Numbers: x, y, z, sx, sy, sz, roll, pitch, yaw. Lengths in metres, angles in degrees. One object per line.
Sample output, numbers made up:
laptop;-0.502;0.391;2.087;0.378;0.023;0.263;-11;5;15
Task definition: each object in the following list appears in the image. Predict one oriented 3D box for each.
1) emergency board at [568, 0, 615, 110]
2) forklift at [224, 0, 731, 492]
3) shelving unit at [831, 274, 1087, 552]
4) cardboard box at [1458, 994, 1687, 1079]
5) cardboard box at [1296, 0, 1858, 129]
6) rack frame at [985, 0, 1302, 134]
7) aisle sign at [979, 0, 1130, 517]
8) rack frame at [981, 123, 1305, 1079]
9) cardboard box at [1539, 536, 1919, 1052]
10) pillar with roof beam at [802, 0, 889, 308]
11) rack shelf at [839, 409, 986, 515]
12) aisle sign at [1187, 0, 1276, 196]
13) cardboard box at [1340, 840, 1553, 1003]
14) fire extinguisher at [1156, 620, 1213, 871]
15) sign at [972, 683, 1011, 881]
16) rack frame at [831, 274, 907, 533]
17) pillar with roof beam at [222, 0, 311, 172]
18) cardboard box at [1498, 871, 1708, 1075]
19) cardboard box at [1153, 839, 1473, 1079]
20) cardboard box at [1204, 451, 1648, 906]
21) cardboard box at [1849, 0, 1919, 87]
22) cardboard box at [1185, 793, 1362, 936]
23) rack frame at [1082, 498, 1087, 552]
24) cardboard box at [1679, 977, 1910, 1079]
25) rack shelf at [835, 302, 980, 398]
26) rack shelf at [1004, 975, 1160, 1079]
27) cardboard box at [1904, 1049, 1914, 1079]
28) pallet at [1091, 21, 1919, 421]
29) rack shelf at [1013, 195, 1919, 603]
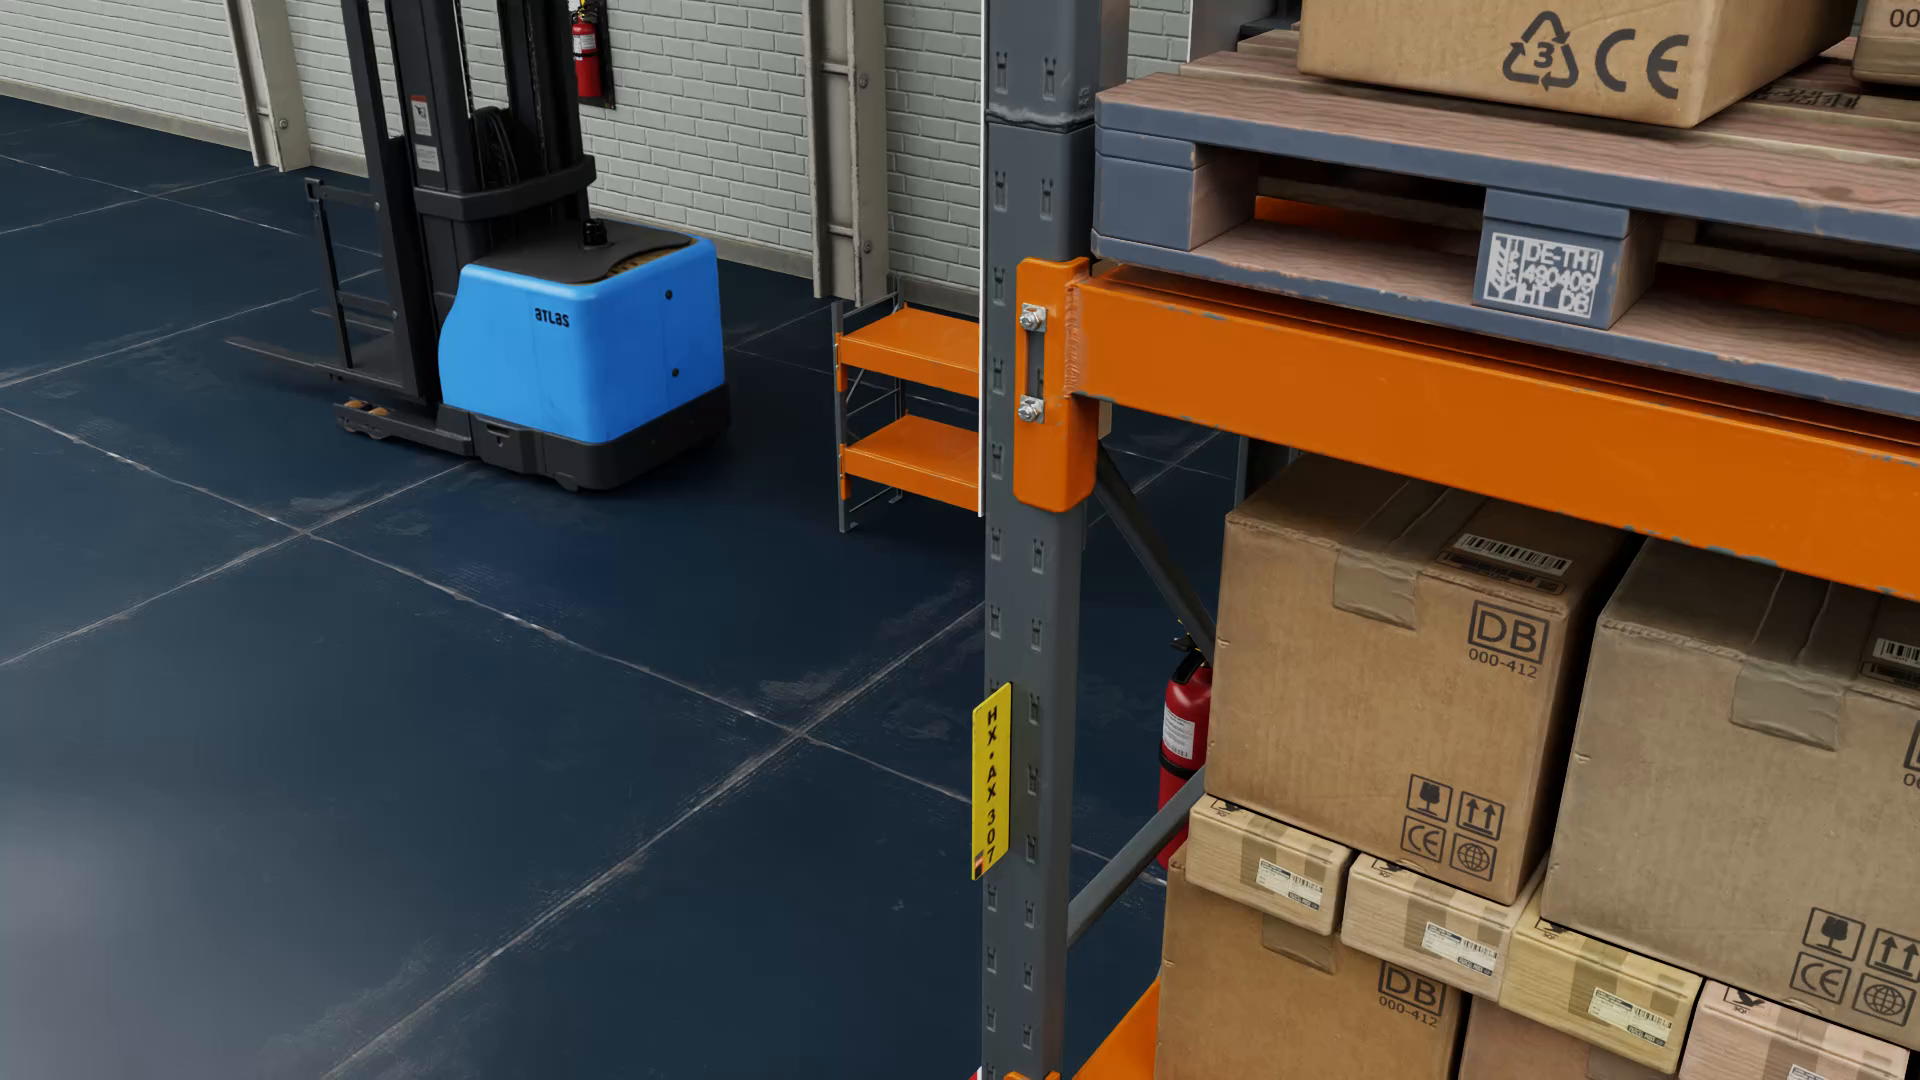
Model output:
emergency board;-2.724;-3.585;11.487;0.643;1.169;0.194;17;32;30
forklift;-2.740;-2.024;8.496;3.031;2.935;1.130;15;31;27
shelving unit;0.006;-0.500;7.491;1.048;1.125;0.538;17;32;30
cardboard box;1.182;0.815;2.732;0.500;0.500;0.700;18;32;32
cardboard box;0.840;-0.882;2.137;0.637;0.503;0.797;20;33;34
rack frame;0.369;-2.072;1.900;0.127;3.000;1.000;17;32;30
aisle sign;0.141;-0.459;2.479;0.004;0.787;0.394;17;32;30
rack frame;0.369;0.601;3.261;0.127;3.000;1.000;17;32;30
cardboard box;1.227;0.250;2.411;0.500;0.500;0.700;16;31;29
pillar with roof beam;-3.146;-4.000;5.688;0.400;9.000;9.100;17;32;30
rack shelf;0.006;-0.282;7.602;1.000;0.278;0.538;17;32;30
aisle sign;0.481;-0.684;2.920;0.004;0.787;0.394;17;32;30
cardboard box;0.789;0.516;2.604;0.250;0.149;0.380;16;31;29
fire extinguisher;0.534;0.432;3.679;0.183;0.674;0.296;17;32;30
sign;0.050;0.386;2.642;0.005;0.325;0.100;17;32;30
rack frame;-0.413;-0.630;7.748;0.032;1.125;0.500;17;32;30
pillar with roof beam;-8.092;-5.541;8.716;0.400;9.000;9.100;17;32;30
cardboard box;0.994;0.580;2.477;0.250;0.149;0.380;17;32;31
cardboard box;0.746;0.682;2.993;0.500;0.500;0.700;17;32;30
cardboard box;0.790;0.117;2.672;0.500;0.500;0.700;17;32;30
cardboard box;1.467;-0.721;2.100;0.500;0.250;0.500;17;32;30
cardboard box;0.570;0.449;2.735;0.250;0.149;0.380;17;32;30
rack frame;0.425;-0.369;7.235;0.032;1.125;0.500;17;32;30
cardboard box;1.201;0.646;2.348;0.250;0.149;0.380;17;31;30
rack shelf;0.006;-0.760;7.359;1.000;0.278;0.538;17;32;30
rack shelf;2.017;1.436;2.415;4.000;0.370;1.077;17;32;30
cardboard box;1.588;0.944;2.477;0.500;0.500;0.700;18;32;31
pallet;0.937;-0.505;2.225;1.213;0.211;1.003;17;32;30
rack shelf;2.017;0.099;1.735;4.000;0.370;1.077;17;32;30
